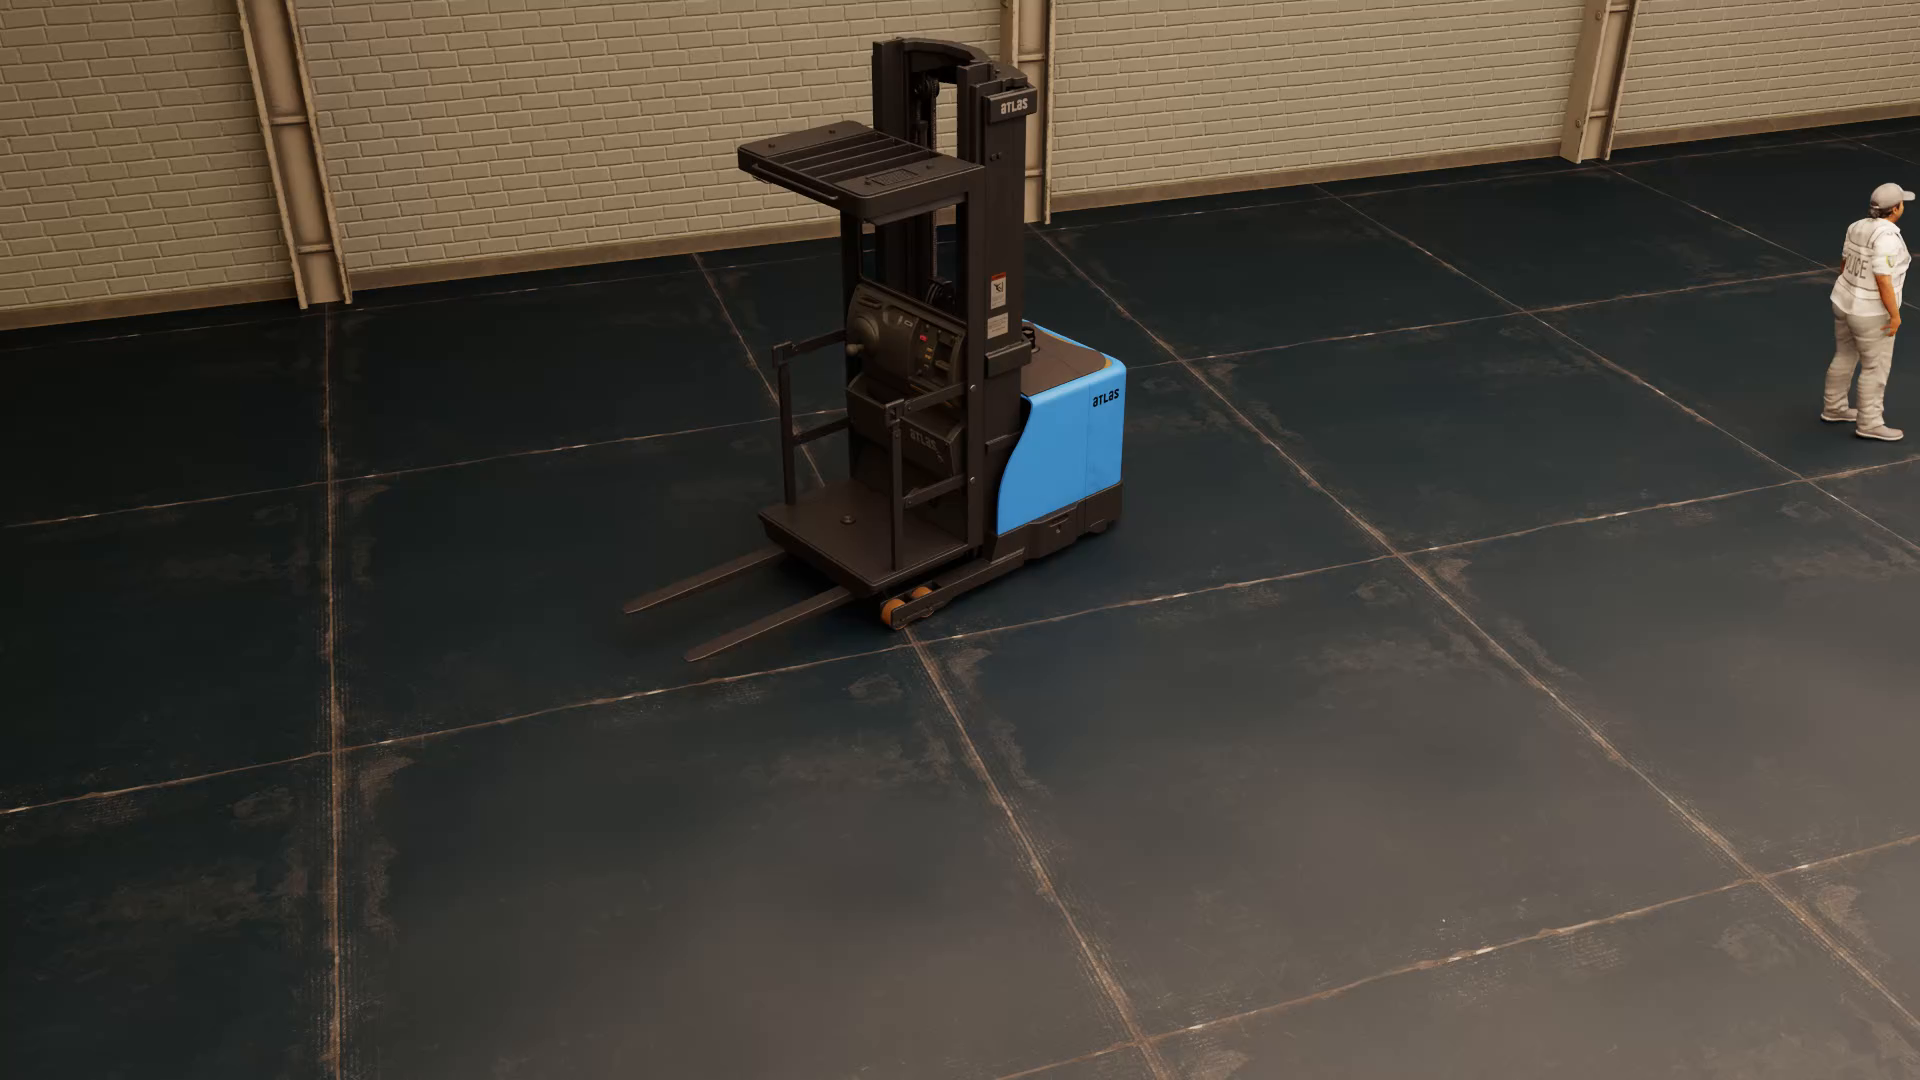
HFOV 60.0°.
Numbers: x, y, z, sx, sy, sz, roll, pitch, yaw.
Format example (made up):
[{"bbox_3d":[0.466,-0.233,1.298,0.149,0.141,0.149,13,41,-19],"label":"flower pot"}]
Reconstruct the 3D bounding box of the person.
[{"bbox_3d":[6.069,-1.525,10.992,0.529,1.670,0.598,-2,30,-3],"label":"person"}]

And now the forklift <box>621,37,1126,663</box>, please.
[{"bbox_3d":[-0.461,-1.072,8.951,3.031,2.935,1.130,-23,37,-34],"label":"forklift"}]
